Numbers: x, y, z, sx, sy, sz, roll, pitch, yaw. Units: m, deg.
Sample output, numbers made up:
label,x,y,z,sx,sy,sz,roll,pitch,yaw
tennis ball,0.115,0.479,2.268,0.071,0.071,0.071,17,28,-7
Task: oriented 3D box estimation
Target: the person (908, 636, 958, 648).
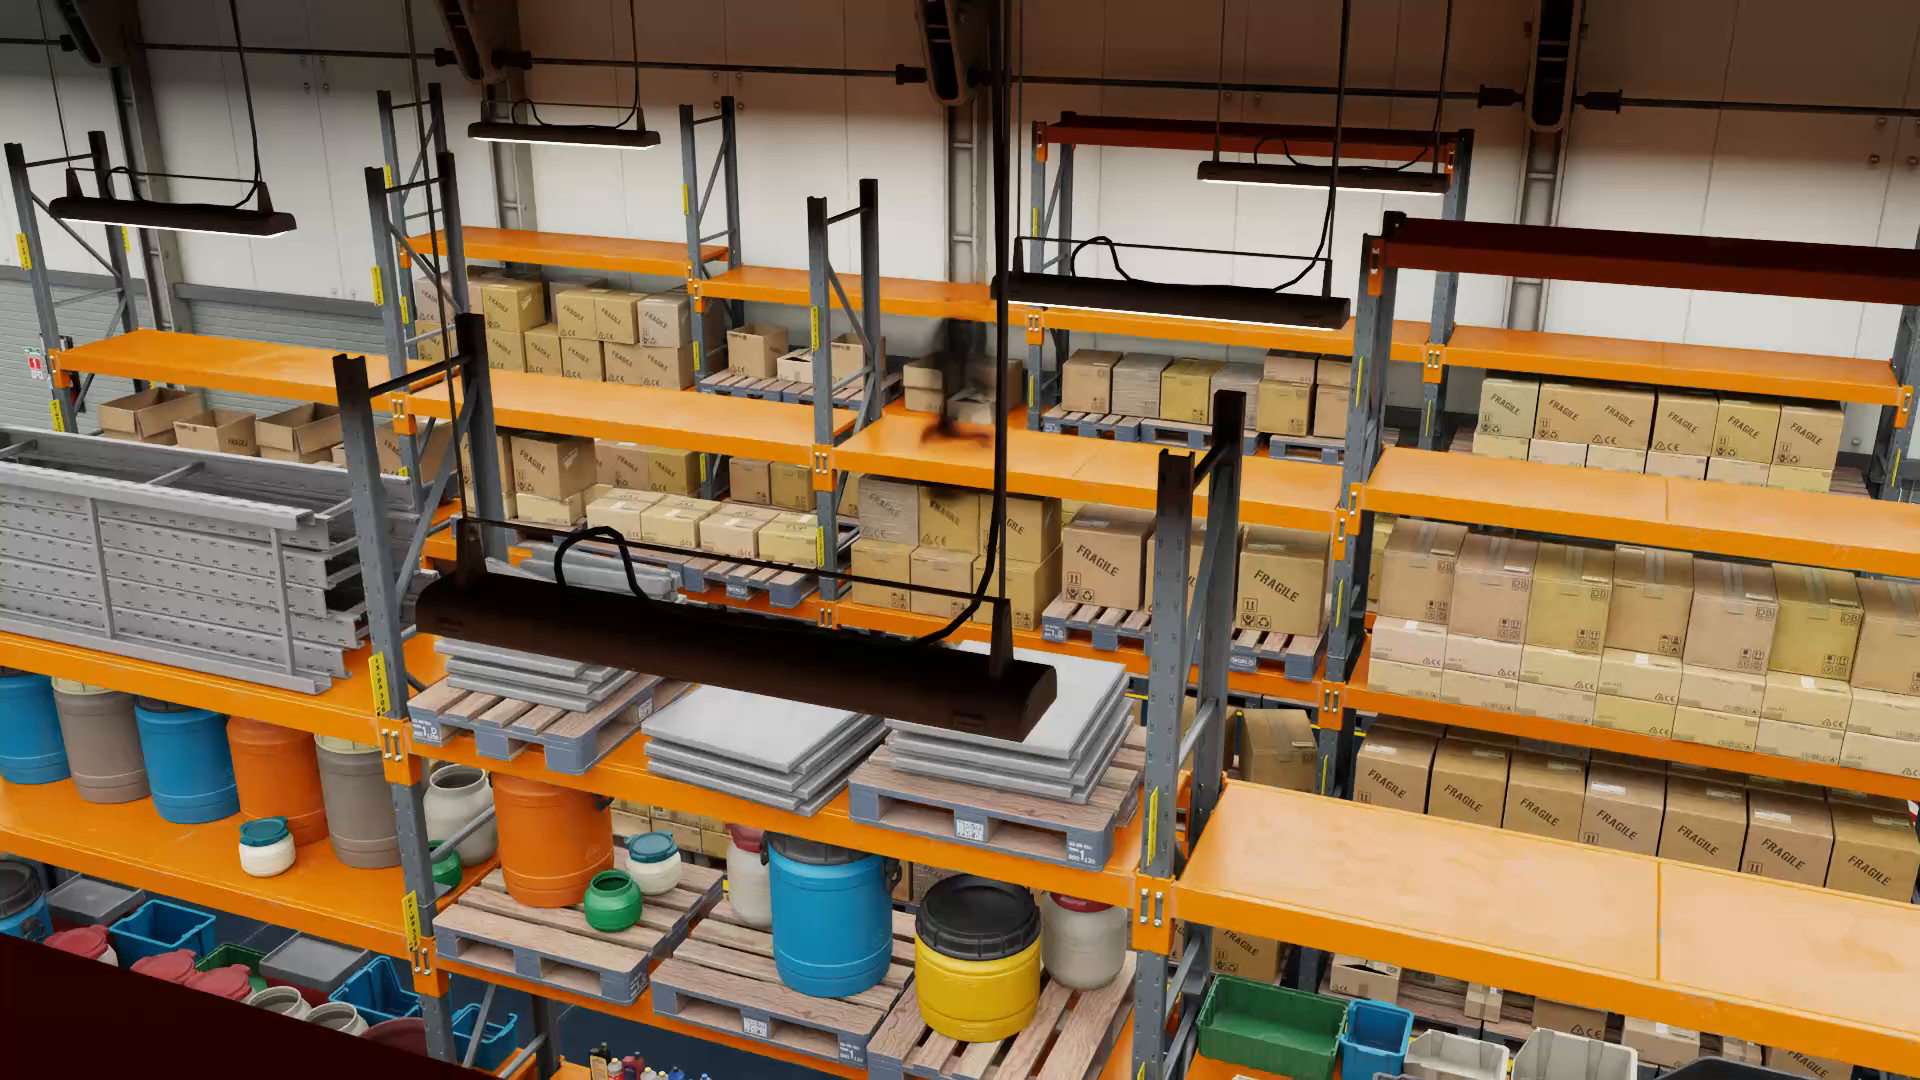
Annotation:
label,x,y,z,sx,sy,sz,roll,pitch,yaw
person,-0.126,1.333,16.391,0.896,1.767,0.648,4,21,9
